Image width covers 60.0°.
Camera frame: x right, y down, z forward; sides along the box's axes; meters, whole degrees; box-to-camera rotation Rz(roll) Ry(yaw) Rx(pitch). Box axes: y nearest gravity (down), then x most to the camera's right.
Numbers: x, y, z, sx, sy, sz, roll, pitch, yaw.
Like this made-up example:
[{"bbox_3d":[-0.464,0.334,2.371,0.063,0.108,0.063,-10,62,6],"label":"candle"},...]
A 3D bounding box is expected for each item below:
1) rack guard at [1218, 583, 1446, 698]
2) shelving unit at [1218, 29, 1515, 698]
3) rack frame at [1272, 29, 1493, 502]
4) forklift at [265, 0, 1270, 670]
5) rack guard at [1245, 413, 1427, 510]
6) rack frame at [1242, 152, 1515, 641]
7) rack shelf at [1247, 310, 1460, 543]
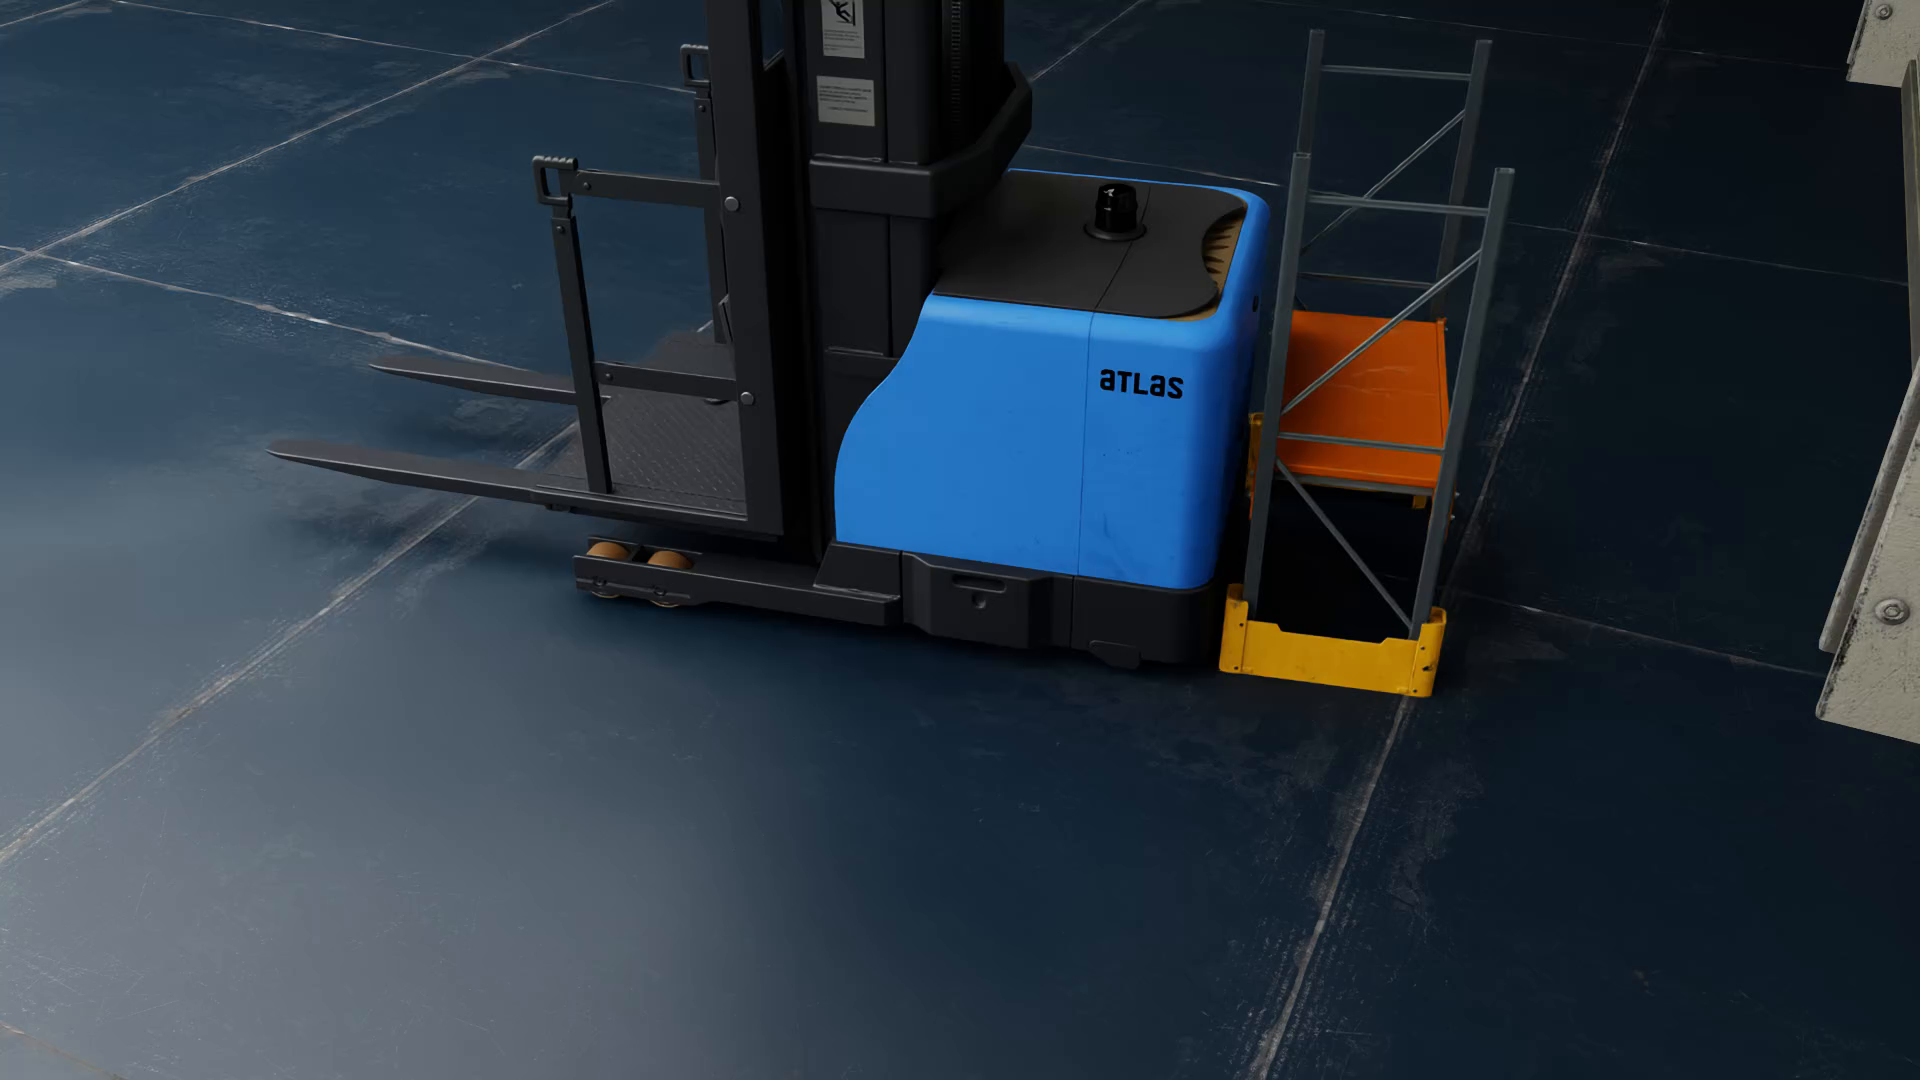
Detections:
[{"bbox_3d":[1.022,0.277,4.599,0.587,0.250,0.087,7,34,10],"label":"rack guard"},{"bbox_3d":[1.128,-0.513,4.663,0.587,1.500,1.083,7,34,10],"label":"shelving unit"},{"bbox_3d":[1.237,-0.790,5.086,0.500,1.500,0.032,7,34,10],"label":"rack frame"},{"bbox_3d":[-0.660,-1.295,4.553,3.031,2.935,1.130,8,34,12],"label":"forklift"},{"bbox_3d":[1.233,-0.257,5.413,0.587,0.250,0.087,7,34,10],"label":"rack guard"},{"bbox_3d":[1.023,-0.245,4.255,0.500,1.500,0.032,7,34,10],"label":"rack frame"},{"bbox_3d":[1.130,-0.367,4.769,0.538,0.185,1.000,7,34,10],"label":"rack shelf"}]
